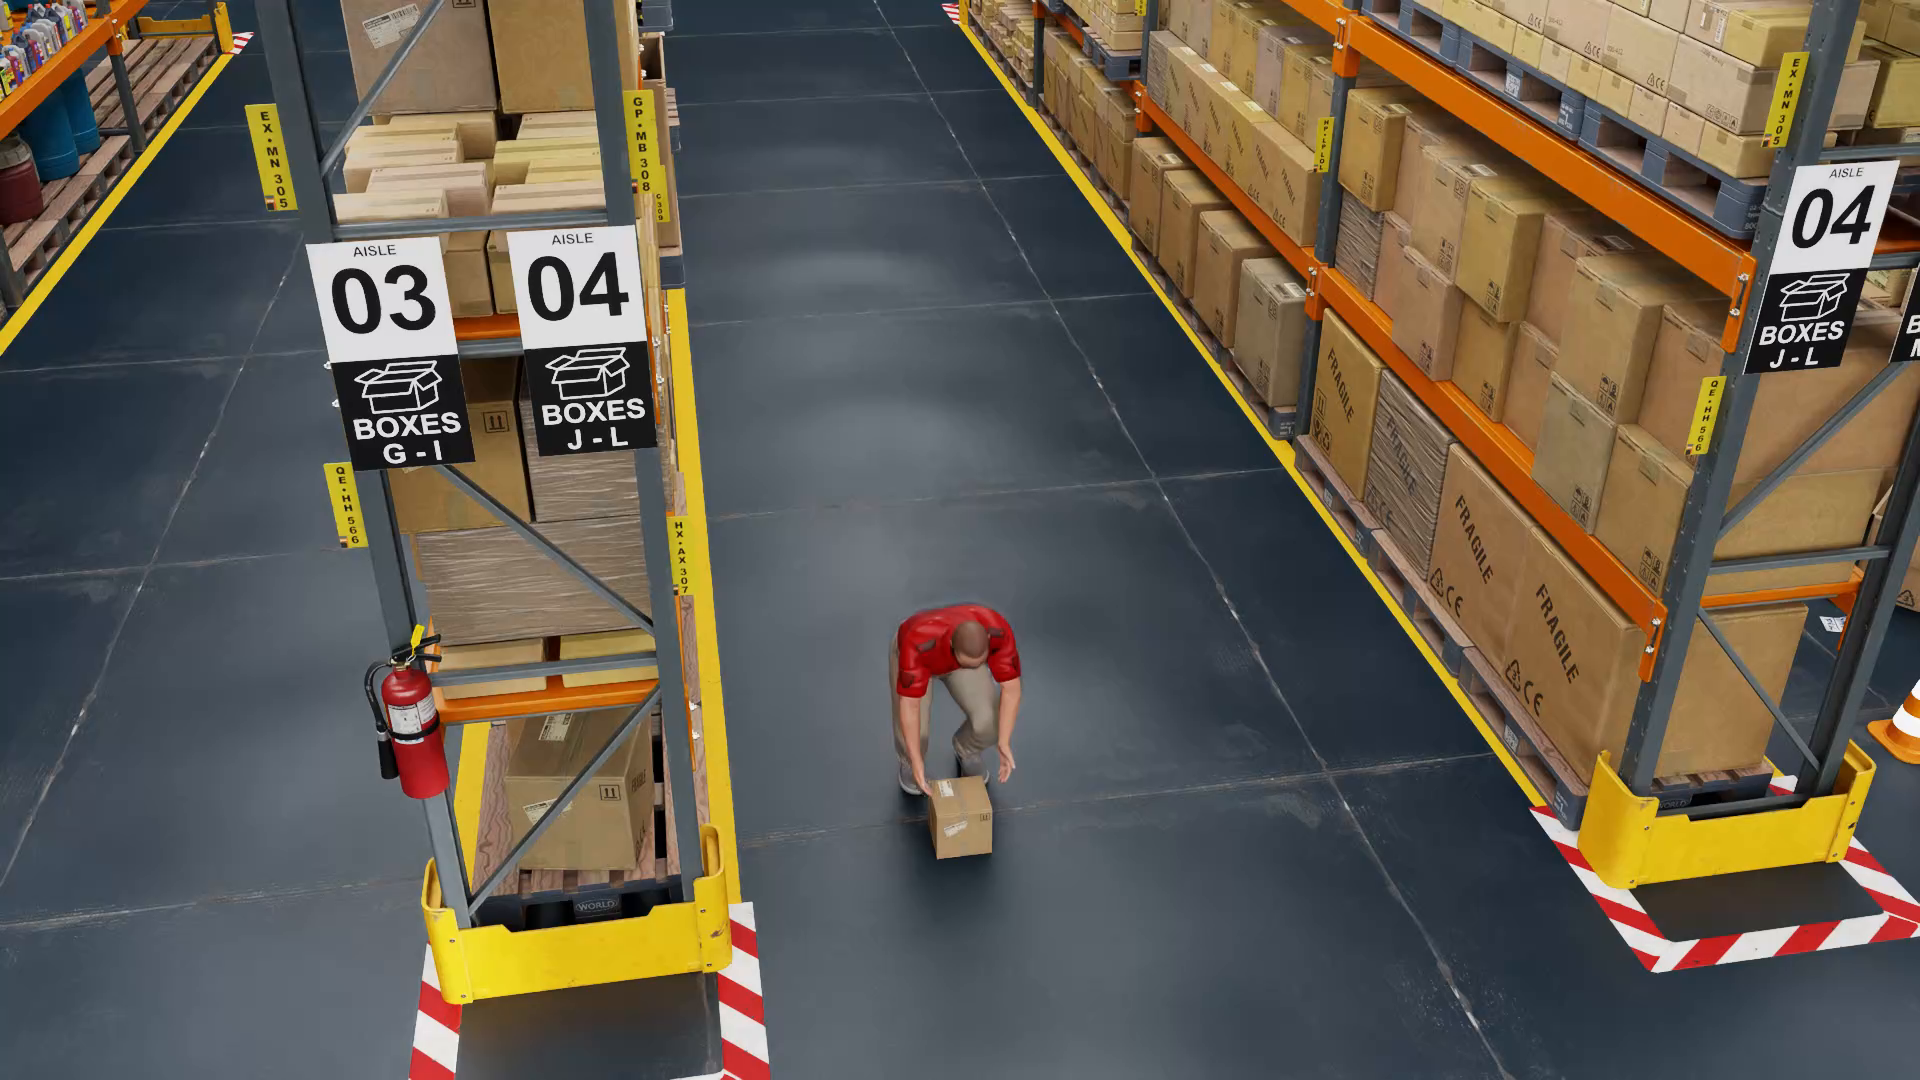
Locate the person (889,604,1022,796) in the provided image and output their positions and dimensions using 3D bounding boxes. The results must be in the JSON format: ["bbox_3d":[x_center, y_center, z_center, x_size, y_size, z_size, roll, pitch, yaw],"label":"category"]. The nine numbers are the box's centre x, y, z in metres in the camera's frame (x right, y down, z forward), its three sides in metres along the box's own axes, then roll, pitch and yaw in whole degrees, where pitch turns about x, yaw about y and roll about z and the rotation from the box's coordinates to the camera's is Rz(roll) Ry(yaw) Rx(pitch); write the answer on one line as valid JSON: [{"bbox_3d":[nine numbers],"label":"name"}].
[{"bbox_3d":[-0.036,0.677,7.615,0.574,1.114,0.830,-5,31,-9],"label":"person"}]
